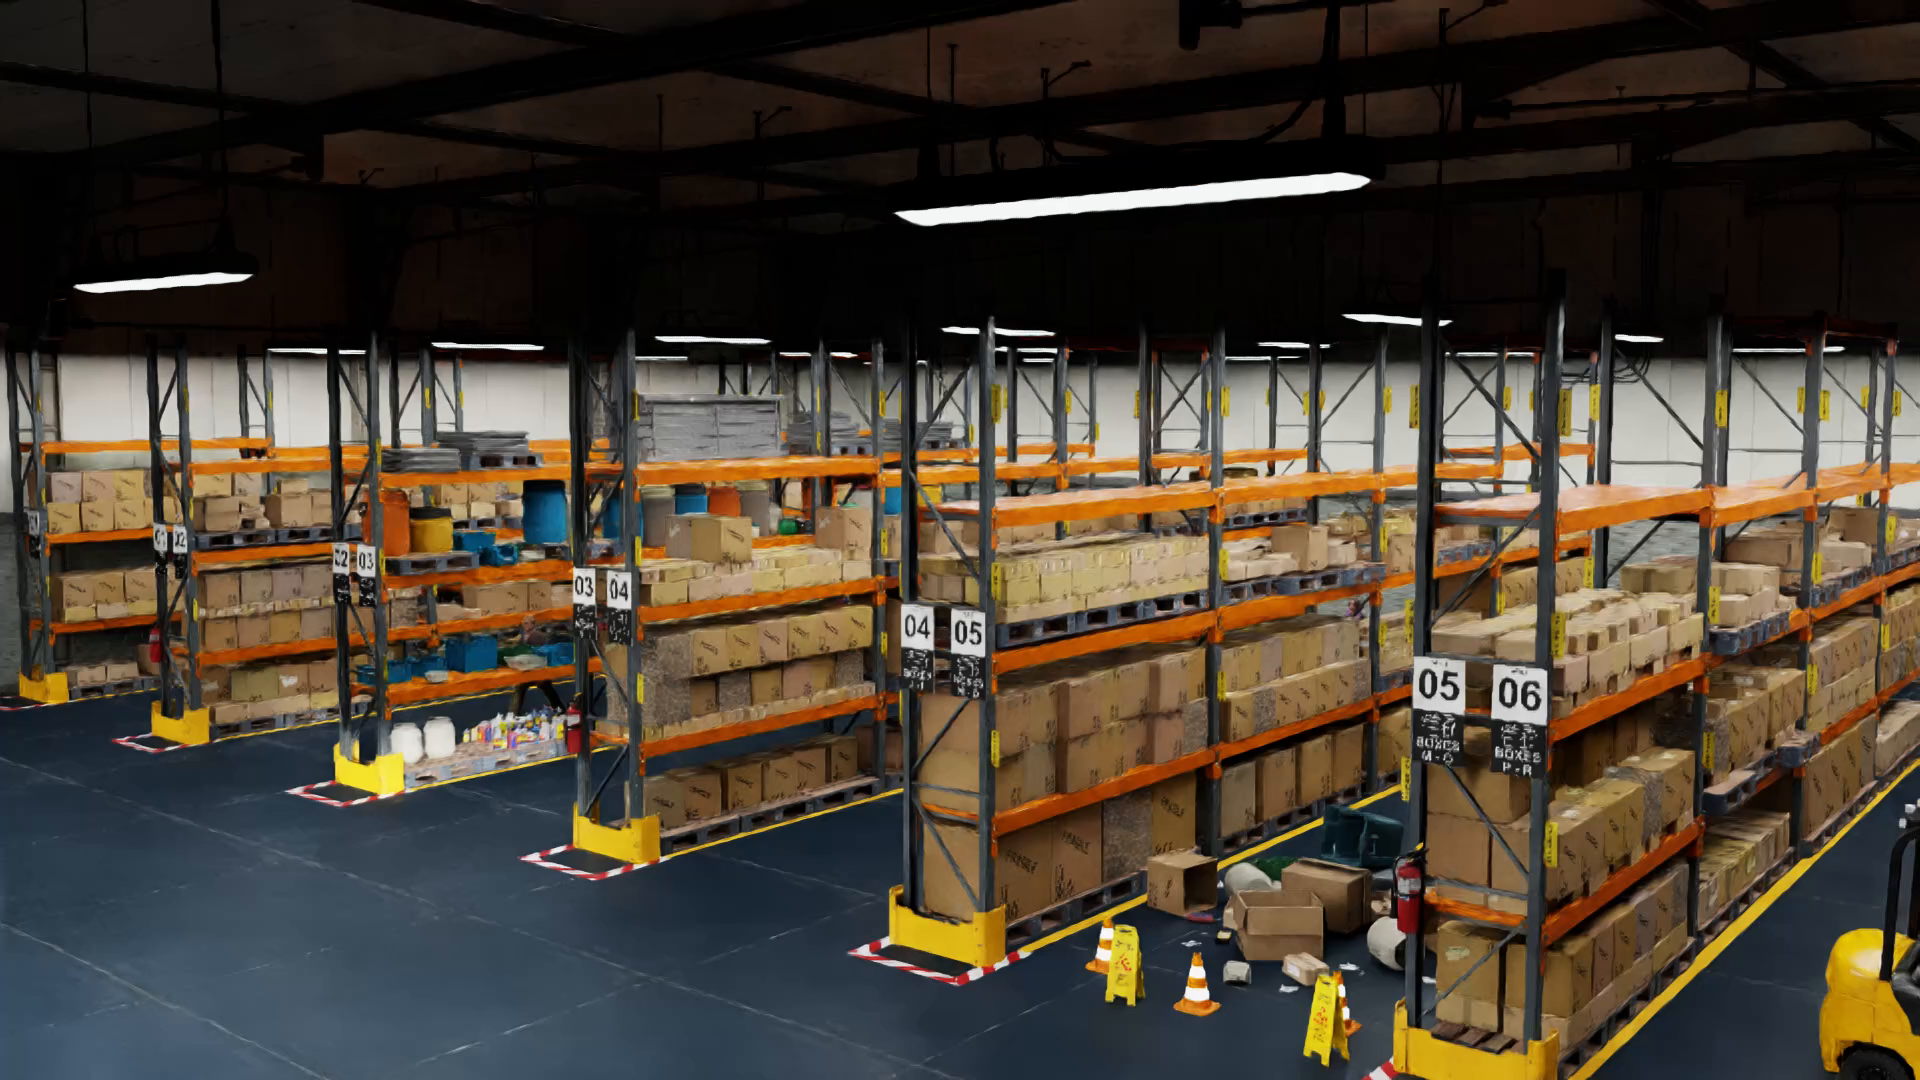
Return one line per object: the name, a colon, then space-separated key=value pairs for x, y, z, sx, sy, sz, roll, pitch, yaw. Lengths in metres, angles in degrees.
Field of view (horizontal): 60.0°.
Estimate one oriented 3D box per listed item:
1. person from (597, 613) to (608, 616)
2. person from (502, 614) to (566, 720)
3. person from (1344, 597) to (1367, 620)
person: x=-7.036 y=1.341 z=32.982 sx=0.543 sy=1.700 sz=1.115 roll=4 pitch=7 yaw=41
person: x=-6.605 y=1.990 z=25.686 sx=0.588 sy=1.700 sz=1.193 roll=4 pitch=6 yaw=37
person: x=6.999 y=1.760 z=29.396 sx=0.566 sy=1.541 sz=0.519 roll=4 pitch=6 yaw=36
